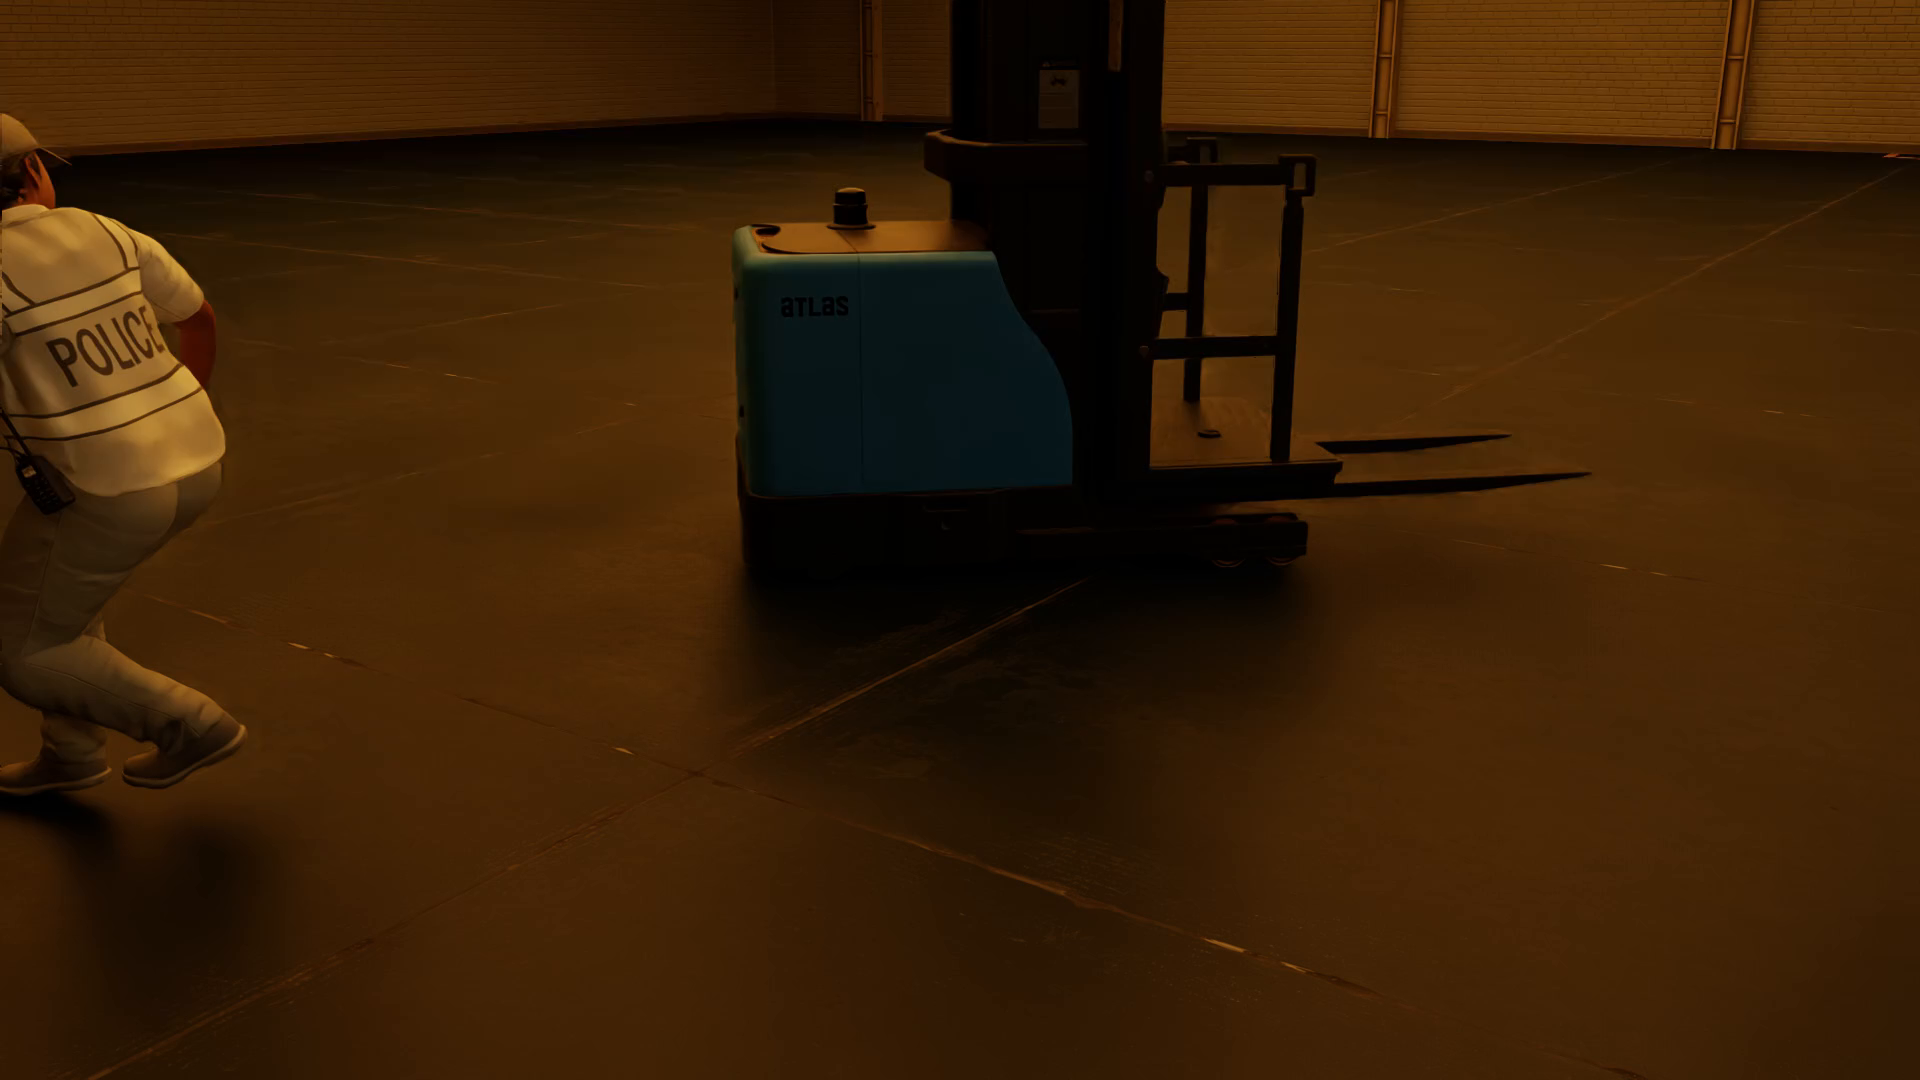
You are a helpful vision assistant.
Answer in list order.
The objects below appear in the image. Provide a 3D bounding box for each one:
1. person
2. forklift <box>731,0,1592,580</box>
[{"bbox_3d":[-2.016,-0.169,3.743,0.807,1.546,0.817,3,17,10],"label":"person"},{"bbox_3d":[0.730,-1.455,5.698,3.031,2.935,1.130,-3,17,-9],"label":"forklift"}]
